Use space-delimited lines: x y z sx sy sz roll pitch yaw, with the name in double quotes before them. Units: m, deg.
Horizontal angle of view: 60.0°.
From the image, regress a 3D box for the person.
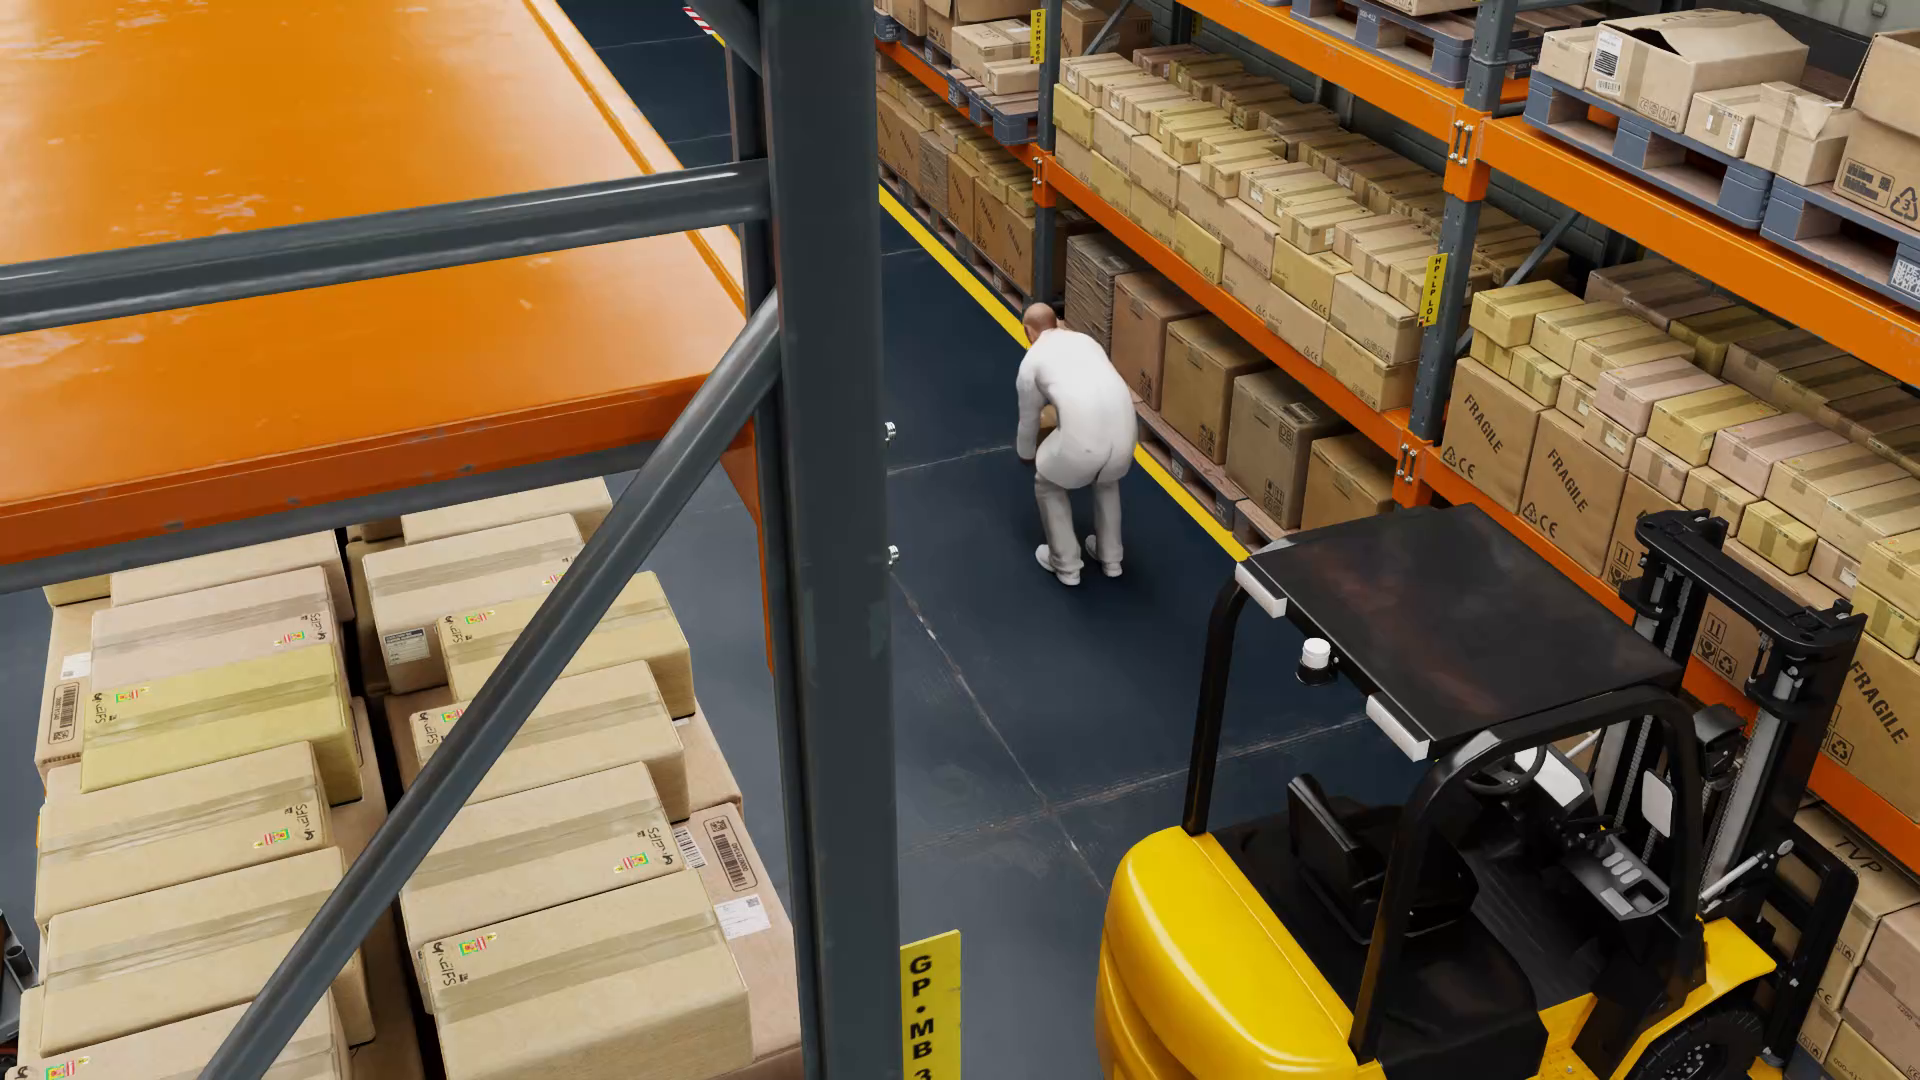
"person" 0.576 -0.507 8.751 0.568 1.314 0.900 -14 36 -20
